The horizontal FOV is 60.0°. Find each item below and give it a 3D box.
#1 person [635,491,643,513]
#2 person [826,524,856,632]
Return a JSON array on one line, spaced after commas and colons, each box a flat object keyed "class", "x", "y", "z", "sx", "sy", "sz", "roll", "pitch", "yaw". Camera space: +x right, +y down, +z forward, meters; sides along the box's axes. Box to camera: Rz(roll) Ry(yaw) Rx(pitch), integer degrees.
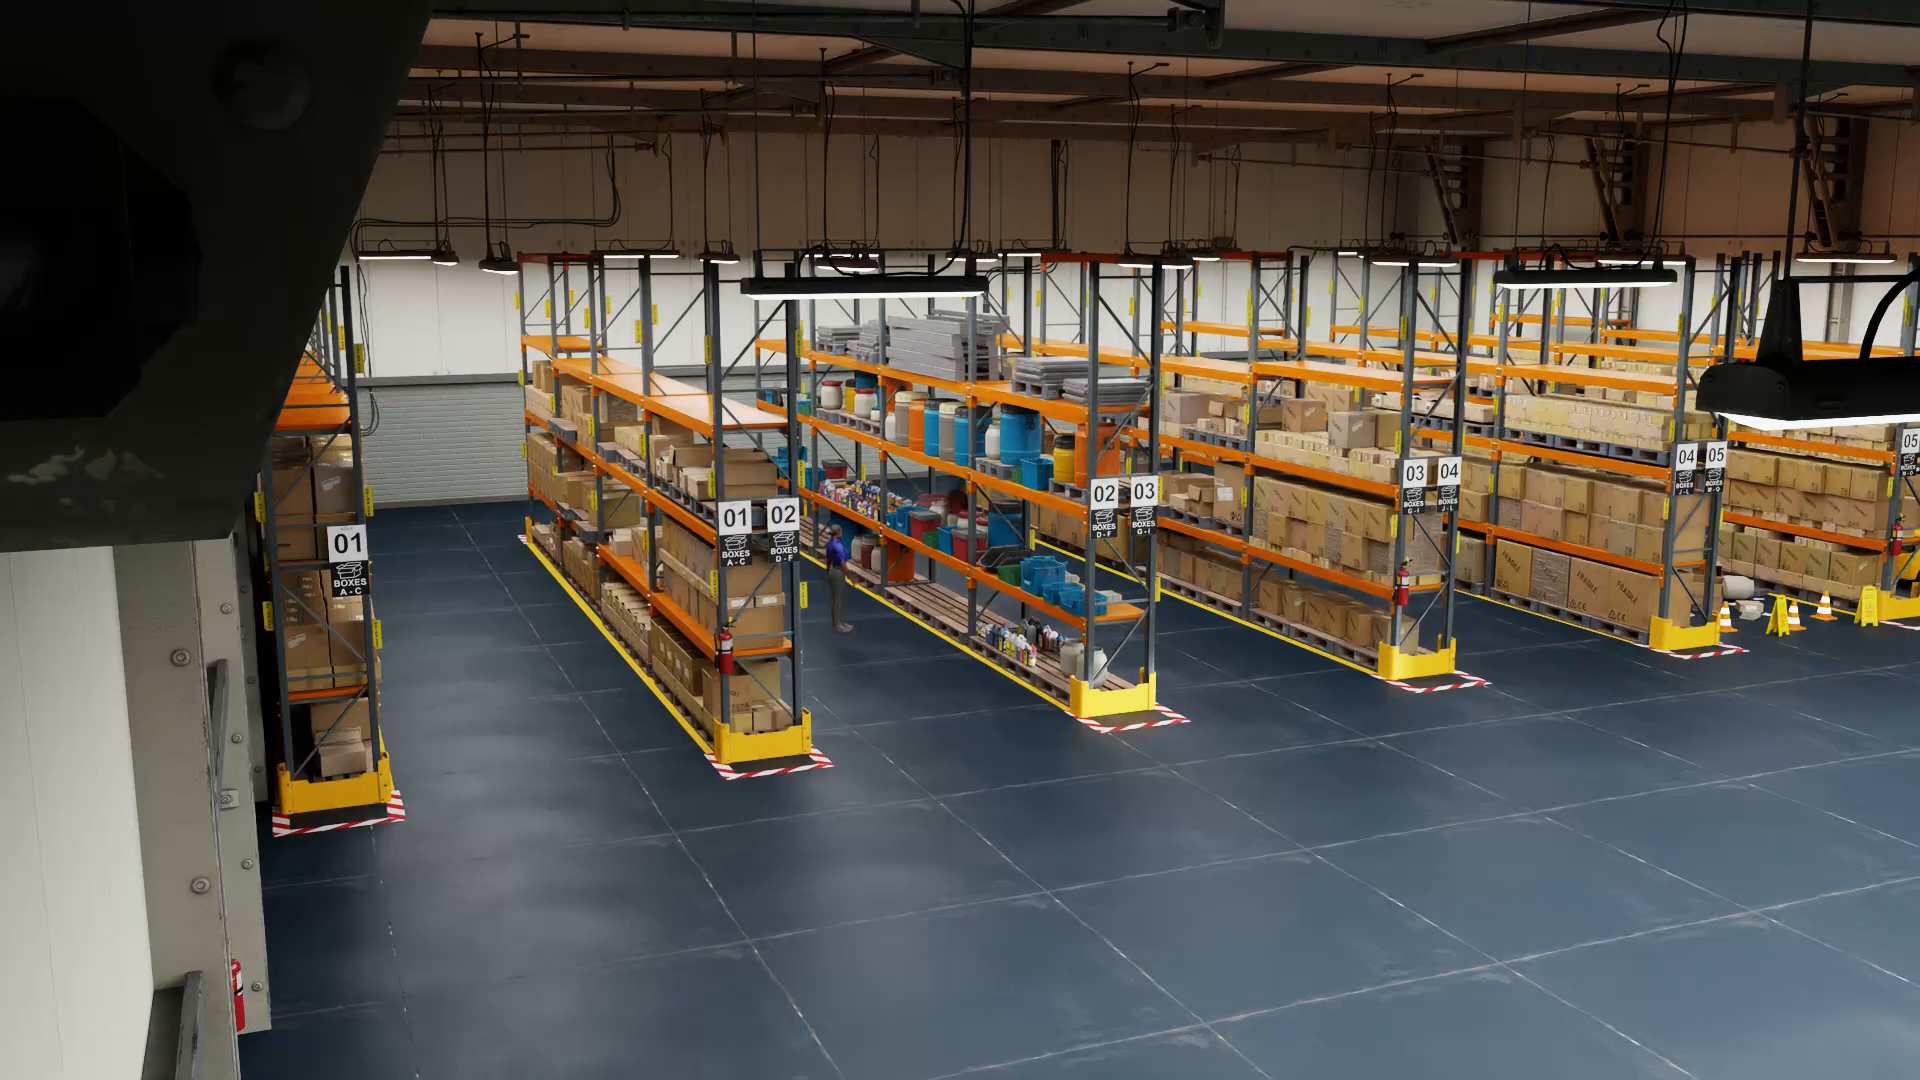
[{"class": "person", "x": -7.264, "y": -1.232, "z": 36.818, "sx": 0.645, "sy": 1.758, "sz": 0.524, "roll": -3, "pitch": 11, "yaw": -16}, {"class": "person", "x": -1.836, "y": 0.591, "z": 25.663, "sx": 0.460, "sy": 1.680, "sz": 0.508, "roll": 0, "pitch": 10, "yaw": -3}]
